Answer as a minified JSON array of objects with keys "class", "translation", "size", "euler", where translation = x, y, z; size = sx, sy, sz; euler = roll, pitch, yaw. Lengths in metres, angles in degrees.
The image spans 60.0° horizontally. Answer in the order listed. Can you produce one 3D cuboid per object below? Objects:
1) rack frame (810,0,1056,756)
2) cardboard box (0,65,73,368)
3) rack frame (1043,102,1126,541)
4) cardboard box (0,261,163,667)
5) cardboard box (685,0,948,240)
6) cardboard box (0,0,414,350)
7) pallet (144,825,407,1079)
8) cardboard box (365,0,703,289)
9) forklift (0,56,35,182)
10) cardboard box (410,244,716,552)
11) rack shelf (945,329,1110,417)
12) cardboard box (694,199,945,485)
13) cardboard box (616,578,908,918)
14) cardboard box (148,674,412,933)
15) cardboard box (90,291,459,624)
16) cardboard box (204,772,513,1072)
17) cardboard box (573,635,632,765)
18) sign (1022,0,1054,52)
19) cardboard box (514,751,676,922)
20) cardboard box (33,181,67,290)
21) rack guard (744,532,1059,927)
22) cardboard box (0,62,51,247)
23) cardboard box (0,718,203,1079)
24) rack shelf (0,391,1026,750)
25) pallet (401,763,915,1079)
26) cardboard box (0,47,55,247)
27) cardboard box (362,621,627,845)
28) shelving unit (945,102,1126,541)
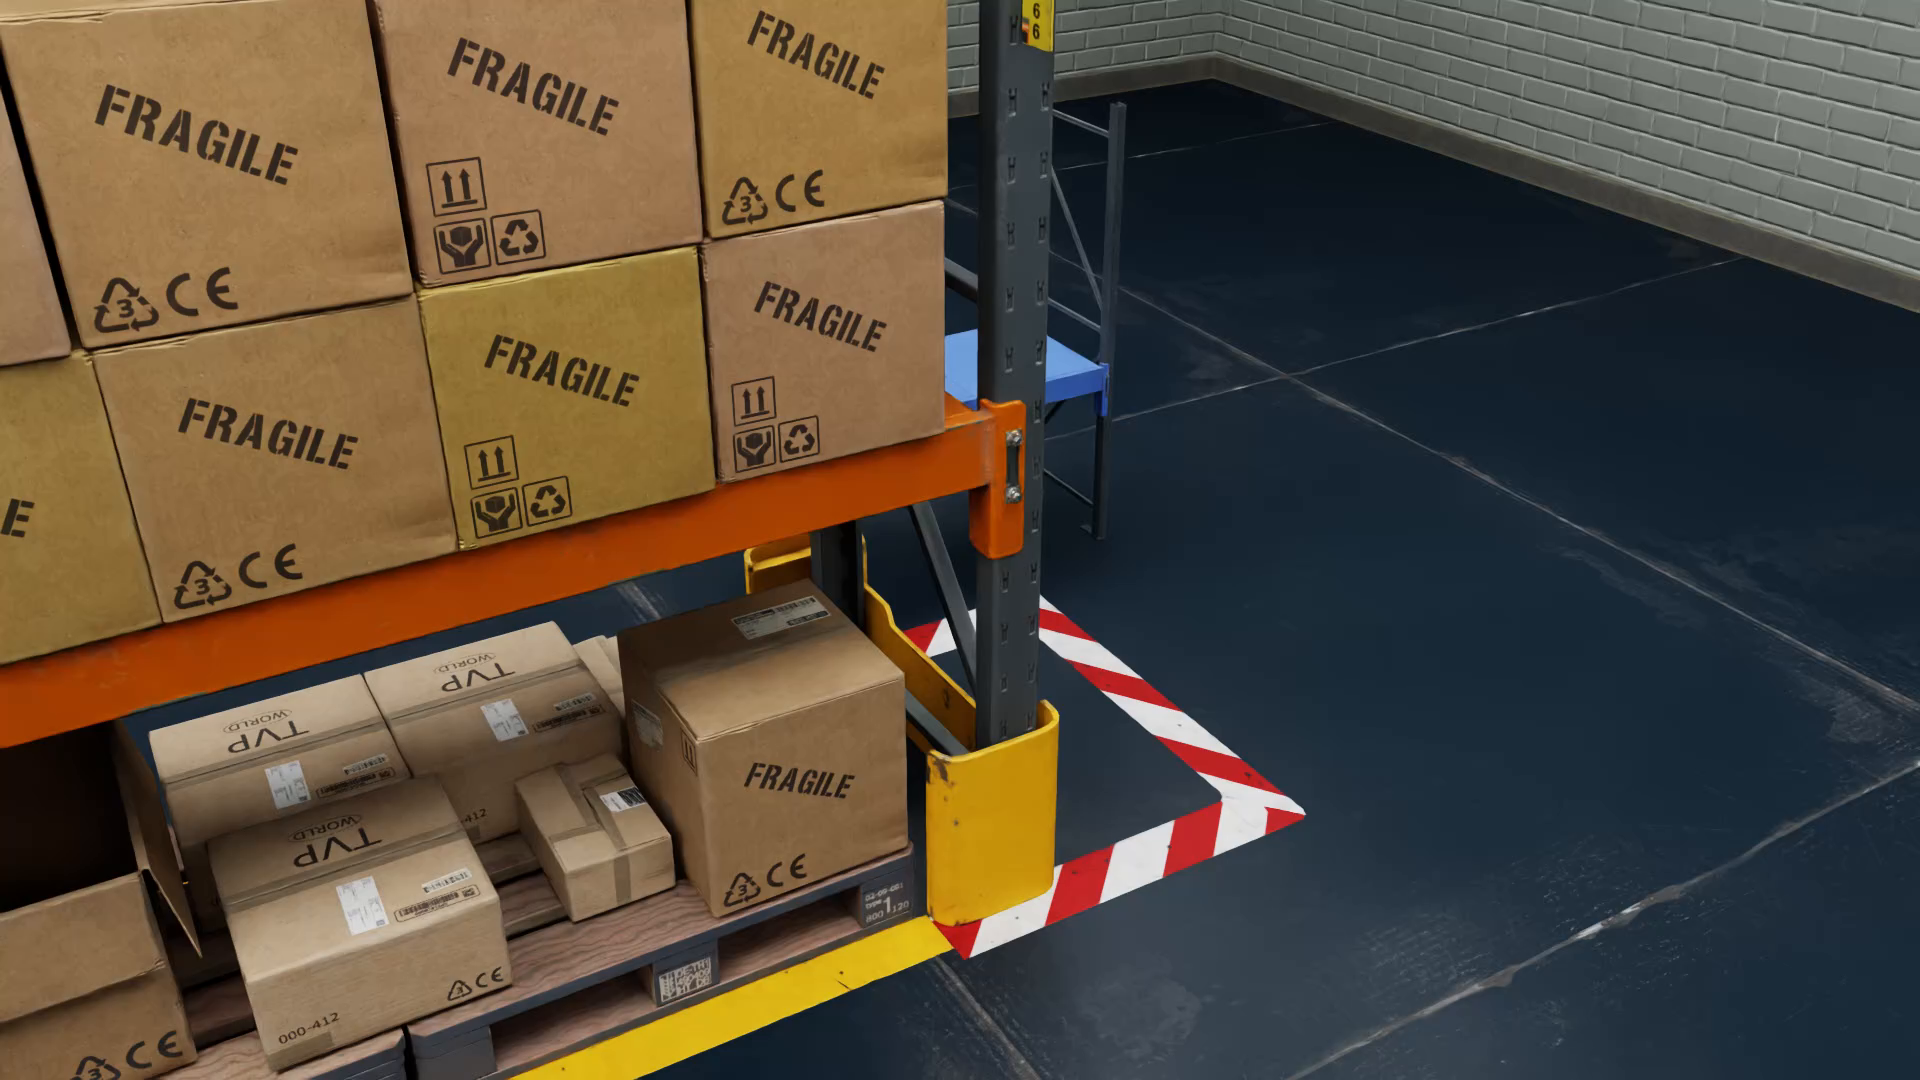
[{"class":"rack frame","translation":[-0.118,-0.665,3.850],"size":[0.127,3.000,1.000],"euler":[-16,33,-26]},{"class":"cardboard box","translation":[-1.685,-0.544,2.494],"size":[0.500,0.500,0.500],"euler":[-15,32,-25]},{"class":"rack frame","translation":[0.365,-0.760,5.575],"size":[0.032,1.500,0.500],"euler":[-16,33,-26]},{"class":"cardboard box","translation":[-1.679,-0.114,2.749],"size":[0.500,0.500,0.500],"euler":[-16,33,-27]},{"class":"cardboard box","translation":[-0.363,-0.923,3.180],"size":[0.500,0.500,0.500],"euler":[-16,33,-27]},{"class":"cardboard box","translation":[-1.242,-0.670,2.721],"size":[0.500,0.500,0.500],"euler":[-15,32,-25]},{"class":"pallet","translation":[-1.921,1.067,3.599],"size":[1.213,0.211,1.003],"euler":[-16,33,-26]},{"class":"cardboard box","translation":[-0.798,-0.799,2.955],"size":[0.500,0.500,0.500],"euler":[-15,32,-25]},{"class":"forklift","translation":[-3.432,-1.855,6.078],"size":[3.031,2.935,1.130],"euler":[9,30,17]},{"class":"cardboard box","translation":[-0.812,-0.357,3.189],"size":[0.500,0.500,0.500],"euler":[-16,32,-26]},{"class":"rack shelf","translation":[-0.074,-0.478,5.437],"size":[1.000,0.185,0.538],"euler":[-16,33,-26]},{"class":"cardboard box","translation":[-0.367,-0.486,3.422],"size":[0.500,0.500,0.500],"euler":[-15,32,-25]},{"class":"cardboard box","translation":[-0.462,0.473,3.921],"size":[0.500,0.500,0.500],"euler":[-16,33,-26]},{"class":"cardboard box","translation":[-1.593,0.606,3.938],"size":[0.500,0.250,0.500],"euler":[-16,33,-26]},{"class":"cardboard box","translation":[-1.245,-0.237,2.972],"size":[0.500,0.500,0.500],"euler":[-16,32,-26]},{"class":"cardboard box","translation":[-1.297,0.802,3.583],"size":[0.500,0.250,0.500],"euler":[-16,33,-26]},{"class":"cardboard box","translation":[-0.869,0.403,4.391],"size":[0.250,0.166,0.380],"euler":[-16,33,-26]},{"class":"sign","translation":[0.146,-1.074,3.066],"size":[0.005,0.325,0.100],"euler":[-16,33,-26]},{"class":"cardboard box","translation":[-0.857,0.680,3.890],"size":[0.250,0.166,0.380],"euler":[-16,33,-26]},{"class":"cardboard box","translation":[-1.943,-0.338,3.155],"size":[0.500,0.500,0.500],"euler":[-15,32,-26]},{"class":"rack guard","translation":[-0.184,0.448,4.421],"size":[0.348,0.500,1.175],"euler":[-16,33,-26]},{"class":"cardboard box","translation":[-1.953,-0.771,2.905],"size":[0.500,0.500,0.500],"euler":[-16,33,-27]},{"class":"cardboard box","translation":[-1.950,0.753,3.410],"size":[0.637,0.503,0.797],"euler":[-16,33,-26]},{"class":"rack shelf","translation":[-1.843,0.140,3.137],"size":[4.000,0.370,1.077],"euler":[-16,33,-26]},{"class":"pallet","translation":[-0.871,0.770,4.136],"size":[1.213,0.211,1.003],"euler":[-16,33,-26]},{"class":"cardboard box","translation":[-1.515,-0.896,3.131],"size":[0.500,0.500,0.500],"euler":[-15,32,-26]},{"class":"cardboard box","translation":[-1.162,0.484,4.160],"size":[0.500,0.250,0.500],"euler":[-16,33,-26]},{"class":"shelving unit","translation":[-0.074,-0.636,5.350],"size":[1.048,1.500,0.538],"euler":[-16,33,-26]}]
